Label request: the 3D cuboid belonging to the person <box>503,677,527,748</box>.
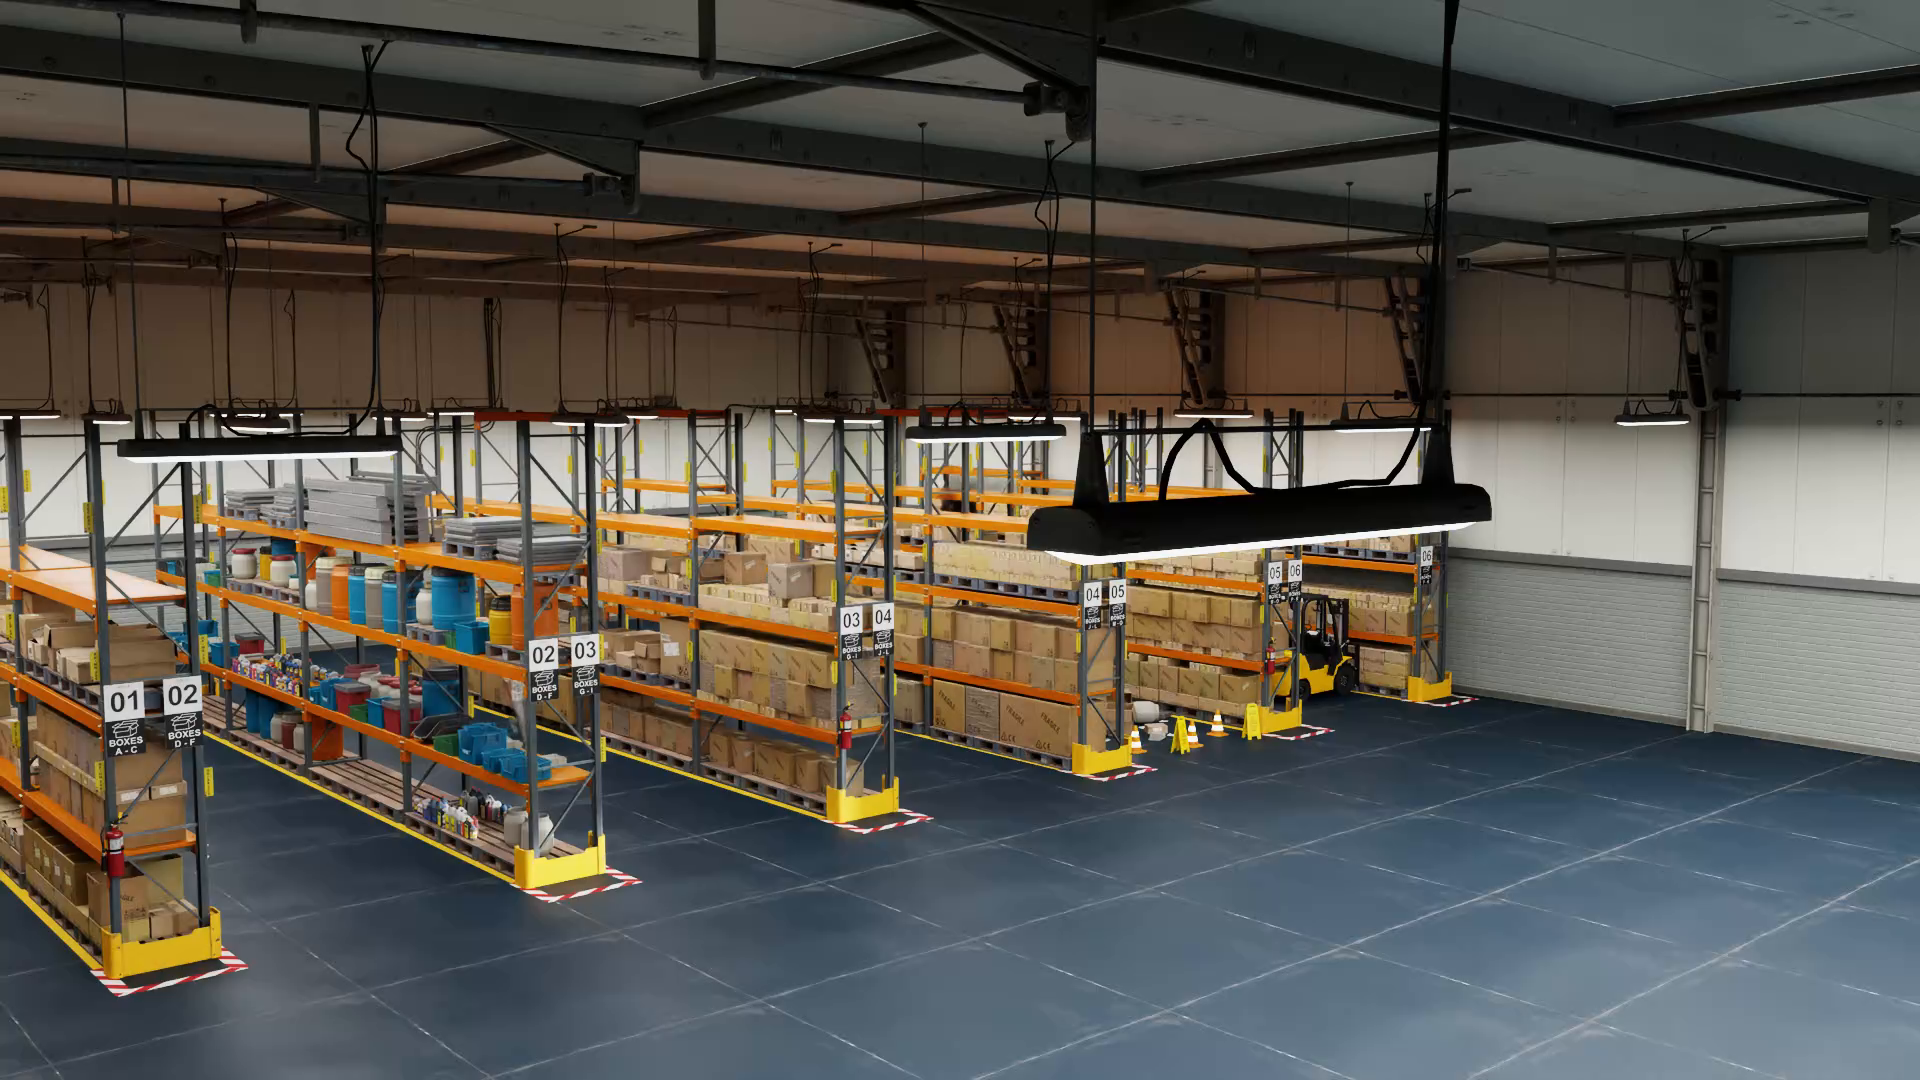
[{"bbox_3d":[-7.903,2.887,29.930,0.526,1.716,1.069,-4,7,-40],"label":"person"}]
